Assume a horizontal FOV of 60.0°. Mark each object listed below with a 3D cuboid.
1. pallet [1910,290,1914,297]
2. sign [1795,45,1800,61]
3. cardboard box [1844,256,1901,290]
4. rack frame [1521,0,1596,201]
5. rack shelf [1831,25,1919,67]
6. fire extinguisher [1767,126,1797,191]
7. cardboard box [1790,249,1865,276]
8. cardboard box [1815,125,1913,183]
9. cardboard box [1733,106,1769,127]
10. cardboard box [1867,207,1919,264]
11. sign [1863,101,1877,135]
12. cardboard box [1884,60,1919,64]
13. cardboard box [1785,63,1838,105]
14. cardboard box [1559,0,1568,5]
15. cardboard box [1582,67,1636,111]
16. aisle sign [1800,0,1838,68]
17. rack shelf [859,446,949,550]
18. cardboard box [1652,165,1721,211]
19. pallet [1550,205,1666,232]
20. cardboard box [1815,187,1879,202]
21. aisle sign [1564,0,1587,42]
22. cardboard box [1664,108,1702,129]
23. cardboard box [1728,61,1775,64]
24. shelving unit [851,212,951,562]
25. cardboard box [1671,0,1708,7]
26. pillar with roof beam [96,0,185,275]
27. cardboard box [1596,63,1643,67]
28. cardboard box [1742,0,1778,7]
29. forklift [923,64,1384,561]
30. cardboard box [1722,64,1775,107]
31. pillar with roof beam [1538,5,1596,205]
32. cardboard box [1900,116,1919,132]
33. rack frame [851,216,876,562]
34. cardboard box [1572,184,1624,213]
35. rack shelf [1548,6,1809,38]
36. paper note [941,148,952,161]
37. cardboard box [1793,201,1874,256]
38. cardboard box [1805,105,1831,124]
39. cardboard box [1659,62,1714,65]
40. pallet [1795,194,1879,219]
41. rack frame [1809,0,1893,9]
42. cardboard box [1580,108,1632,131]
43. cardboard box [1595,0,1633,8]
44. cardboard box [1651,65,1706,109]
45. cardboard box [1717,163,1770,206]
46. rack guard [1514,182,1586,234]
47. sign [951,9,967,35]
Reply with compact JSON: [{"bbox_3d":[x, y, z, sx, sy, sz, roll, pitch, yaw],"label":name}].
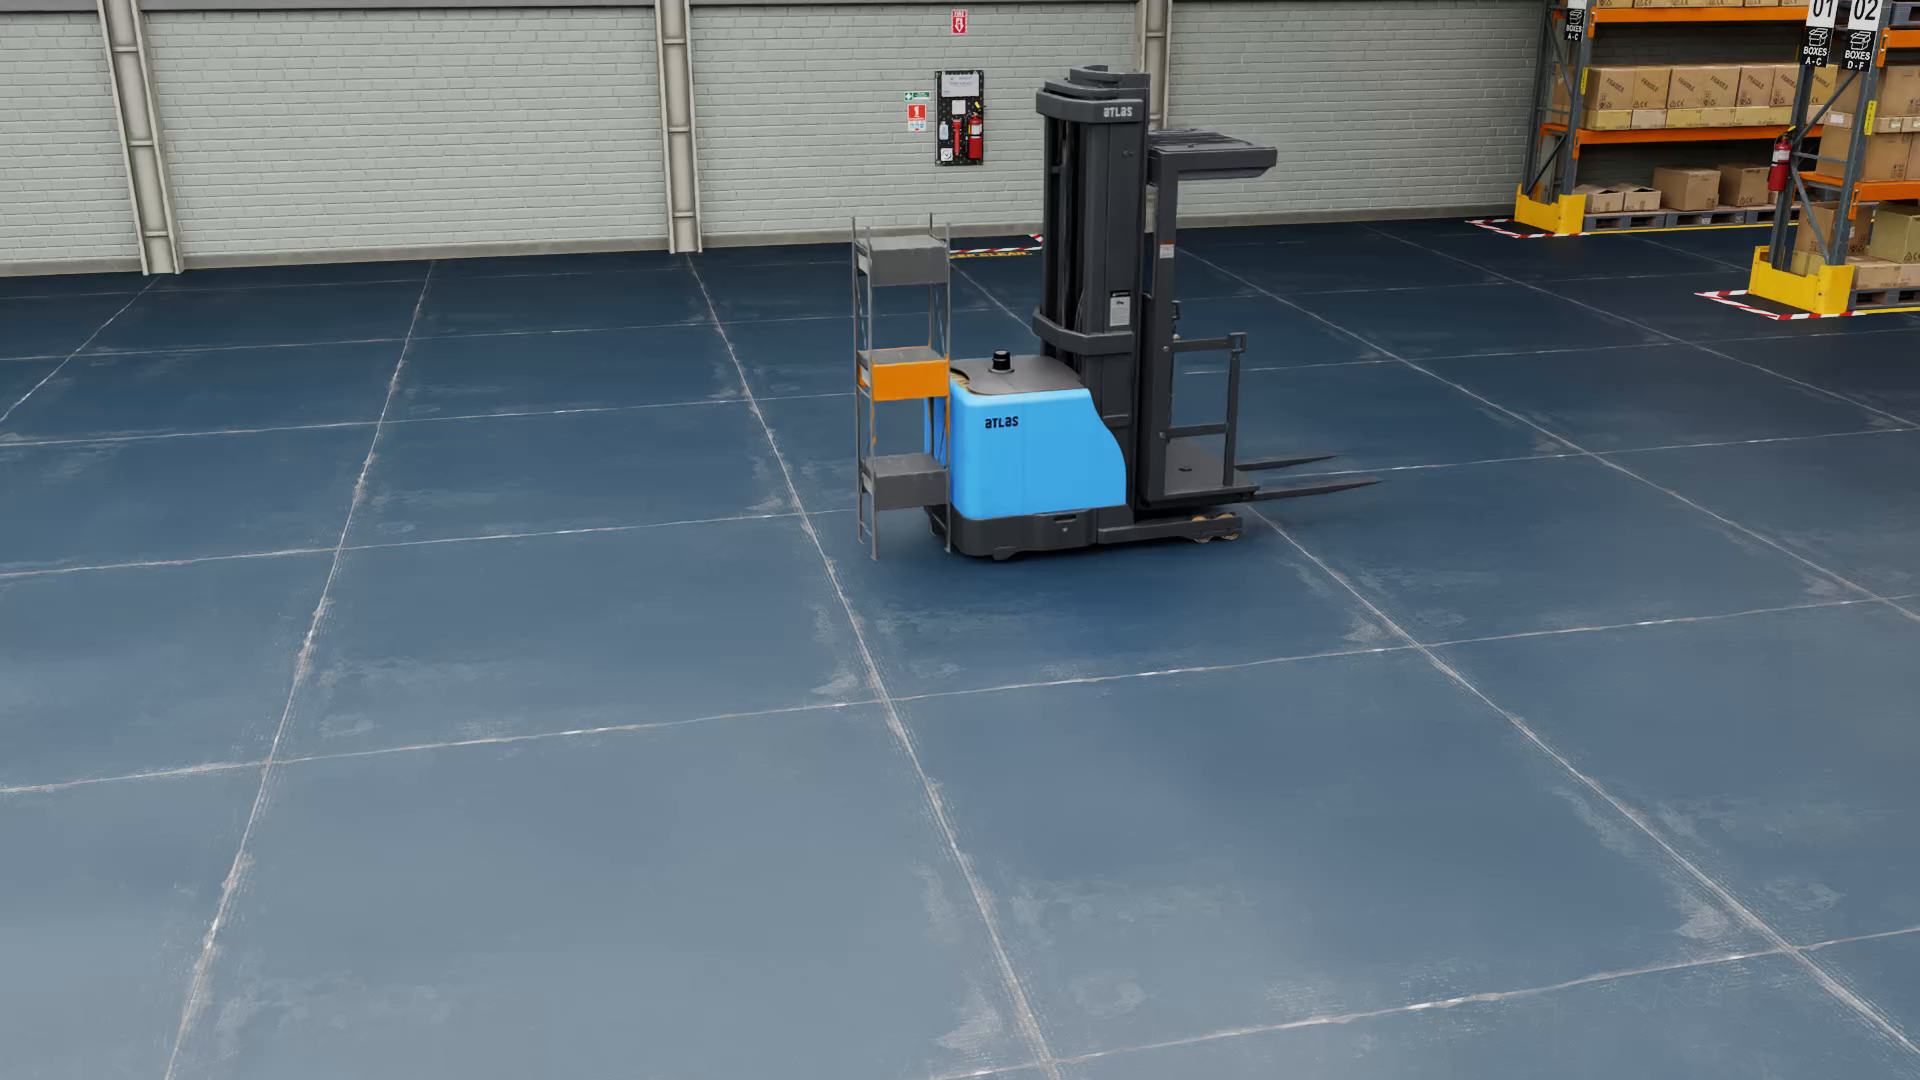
[{"bbox_3d":[10.855,-2.805,18.166,1.213,0.211,1.003,-5,21,-12],"label":"pallet"},{"bbox_3d":[11.553,-6.648,22.920,0.005,0.325,0.100,-5,21,-12],"label":"sign"},{"bbox_3d":[9.508,-2.819,17.536,0.500,0.250,0.500,-5,21,-12],"label":"cardboard box"},{"bbox_3d":[7.792,-5.603,21.748,0.127,3.000,1.000,-5,21,-12],"label":"rack frame"},{"bbox_3d":[10.882,-5.174,17.262,4.000,0.370,1.077,-5,21,-12],"label":"rack shelf"},{"bbox_3d":[8.713,-4.055,17.635,0.183,0.674,0.296,-5,21,-12],"label":"fire extinguisher"},{"bbox_3d":[9.389,-2.992,18.009,0.500,0.250,0.500,-5,21,-12],"label":"cardboard box"},{"bbox_3d":[9.393,-4.024,17.294,0.500,0.500,0.700,-5,21,-12],"label":"cardboard box"},{"bbox_3d":[10.321,-5.638,22.033,0.500,0.250,0.500,-5,21,-13],"label":"cardboard box"},{"bbox_3d":[9.995,-3.211,17.517,0.500,0.500,0.500,-5,21,-12],"label":"cardboard box"},{"bbox_3d":[9.057,-4.202,16.551,0.005,0.325,0.100,-5,21,-12],"label":"sign"},{"bbox_3d":[9.955,-4.681,17.201,0.500,0.500,0.700,-5,21,-14],"label":"cardboard box"},{"bbox_3d":[11.296,-6.069,22.121,0.500,0.500,0.500,-5,21,-13],"label":"cardboard box"},{"bbox_3d":[8.140,-7.185,21.533,0.500,0.500,0.500,-3,20,-9],"label":"cardboard box"},{"bbox_3d":[8.326,-5.831,21.470,0.500,0.500,0.500,-5,21,-12],"label":"cardboard box"},{"bbox_3d":[8.804,-5.259,17.029,0.004,0.787,0.394,-5,21,-12],"label":"aisle sign"},{"bbox_3d":[-0.359,-0.269,10.572,0.480,0.518,0.431,-6,21,-16],"label":"rack shelf"},{"bbox_3d":[9.766,-4.747,22.406,0.500,0.500,0.700,-6,21,-16],"label":"cardboard box"},{"bbox_3d":[8.664,-4.352,22.388,1.213,0.211,1.003,-5,21,-12],"label":"pallet"},{"bbox_3d":[12.397,-5.016,23.141,0.500,0.500,0.700,-4,20,-11],"label":"cardboard box"},{"bbox_3d":[7.791,-6.717,21.011,0.004,0.787,0.394,-5,21,-12],"label":"aisle sign"},{"bbox_3d":[9.339,-5.558,21.816,0.500,0.250,0.500,-5,21,-13],"label":"cardboard box"},{"bbox_3d":[10.675,-6.203,22.487,0.500,0.500,0.500,-5,21,-13],"label":"cardboard box"},{"bbox_3d":[-0.359,-0.940,10.327,0.503,2.100,0.431,-6,21,-16],"label":"shelving unit"},{"bbox_3d":[9.210,-7.083,21.255,0.500,0.500,0.500,-4,20,-10],"label":"cardboard box"},{"bbox_3d":[-8.252,-5.899,13.835,0.400,9.000,9.100,-5,21,-12],"label":"pillar with roof beam"},{"bbox_3d":[8.694,-6.039,22.037,0.500,0.500,0.500,-4,21,-12],"label":"cardboard box"},{"bbox_3d":[10.224,-7.169,21.489,0.500,0.500,0.500,-5,21,-15],"label":"cardboard box"},{"bbox_3d":[1.328,-1.525,10.717,3.031,2.935,1.130,-6,21,-16],"label":"forklift"},{"bbox_3d":[10.319,-5.992,21.909,0.500,0.500,0.500,-5,21,-14],"label":"cardboard box"},{"bbox_3d":[9.265,-7.323,17.724,0.400,9.000,9.100,-5,21,-12],"label":"pillar with roof beam"},{"bbox_3d":[9.623,-4.277,17.041,0.250,0.149,0.380,-5,21,-14],"label":"cardboard box"},{"bbox_3d":[-0.592,-0.915,10.259,0.015,2.100,0.400,-6,21,-16],"label":"rack frame"},{"bbox_3d":[8.486,-4.571,22.202,0.500,0.311,0.500,-7,21,-19],"label":"cardboard box"},{"bbox_3d":[9.738,-6.832,21.788,4.000,0.370,1.077,-5,21,-12],"label":"rack shelf"},{"bbox_3d":[-0.167,-4.885,21.071,0.142,0.148,0.016,-5,21,-12],"label":"paper note"},{"bbox_3d":[9.389,-3.345,17.882,0.500,0.500,0.500,-5,21,-12],"label":"cardboard box"},{"bbox_3d":[11.293,-5.719,22.256,0.500,0.250,0.500,-5,21,-12],"label":"cardboard box"},{"bbox_3d":[9.686,-6.121,22.262,0.500,0.500,0.500,-4,21,-12],"label":"cardboard box"},{"bbox_3d":[12.442,-4.672,23.262,1.213,0.211,1.003,-5,21,-12],"label":"pallet"},{"bbox_3d":[8.935,-6.762,16.191,0.127,3.000,1.000,-5,21,-12],"label":"rack frame"},{"bbox_3d":[8.340,-5.474,21.586,0.500,0.250,0.500,-5,21,-14],"label":"cardboard box"},{"bbox_3d":[8.175,-7.010,21.055,0.500,0.500,0.500,-4,21,-11],"label":"cardboard box"},{"bbox_3d":[9.313,-5.905,21.674,0.500,0.500,0.500,-5,21,-14],"label":"cardboard box"},{"bbox_3d":[10.684,-4.857,22.706,0.500,0.500,0.500,-6,21,-17],"label":"cardboard box"},{"bbox_3d":[7.866,-4.435,22.195,0.348,0.500,1.175,-5,21,-12],"label":"rack guard"},{"bbox_3d":[-0.009,-6.411,20.585,0.199,0.298,0.001,-5,21,-12],"label":"sign"}]
